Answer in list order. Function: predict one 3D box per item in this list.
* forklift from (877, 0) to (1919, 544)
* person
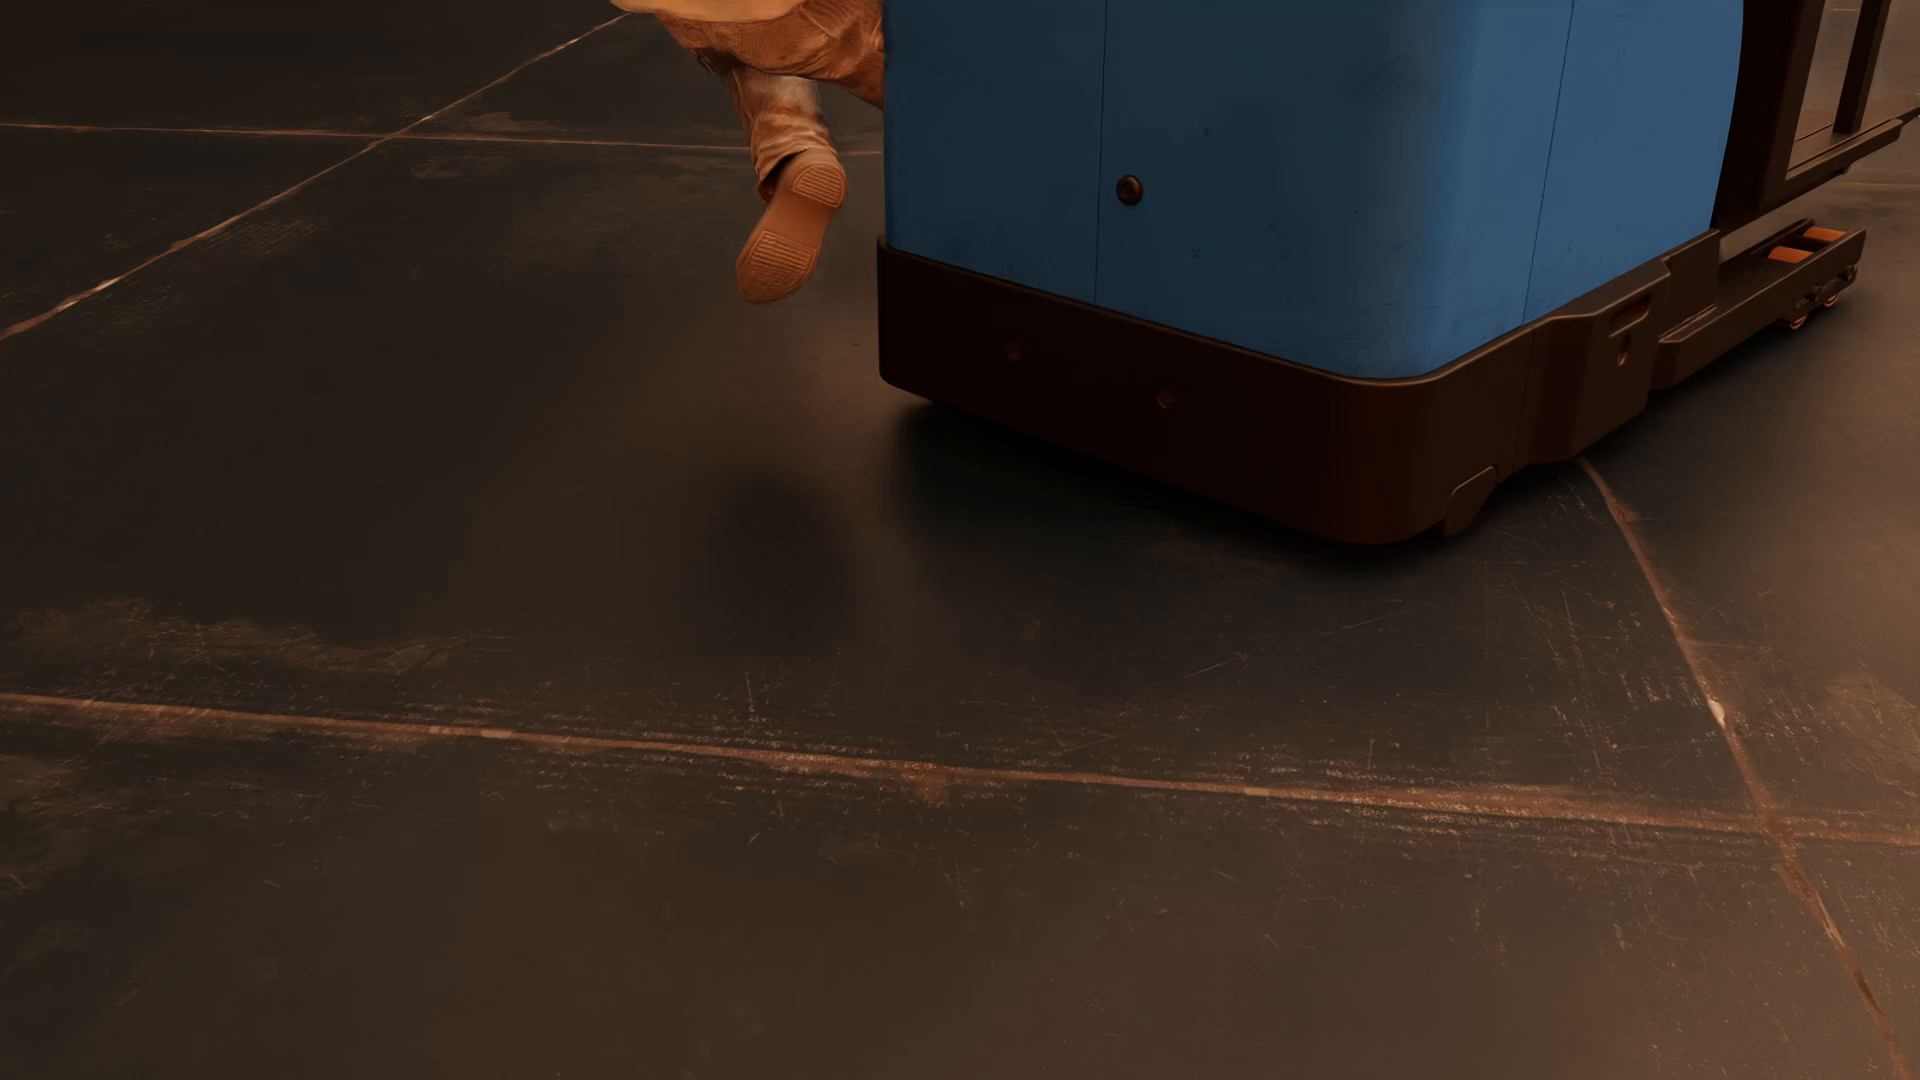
[{"bbox_3d":[1.235,-1.872,2.970,1.130,2.935,3.031,23,34,38],"label":"forklift"},{"bbox_3d":[-0.170,-1.025,2.766,0.833,1.598,0.795,13,29,24],"label":"person"}]
